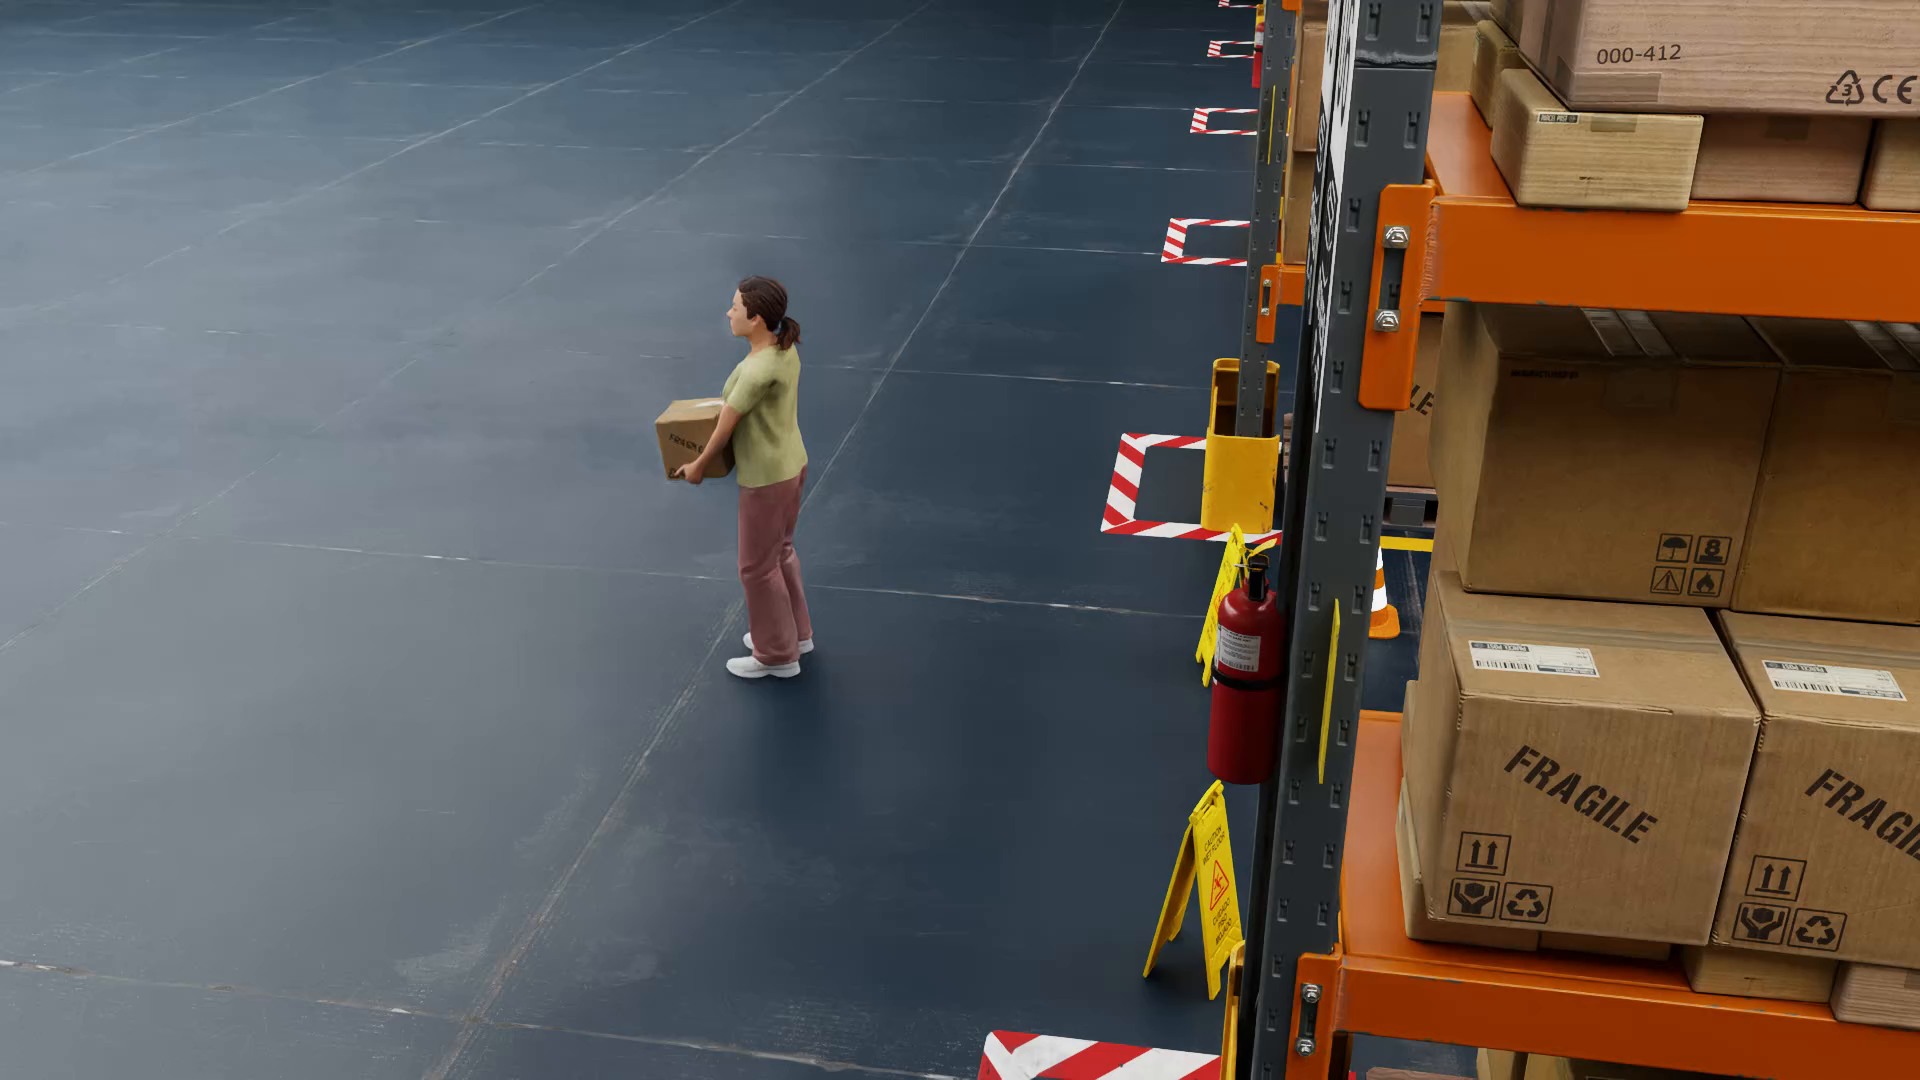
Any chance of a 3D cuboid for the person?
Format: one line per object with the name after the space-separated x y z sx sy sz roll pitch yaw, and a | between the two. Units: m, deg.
-0.852 -0.248 6.655 0.517 1.668 0.406 4 25 8 | person
